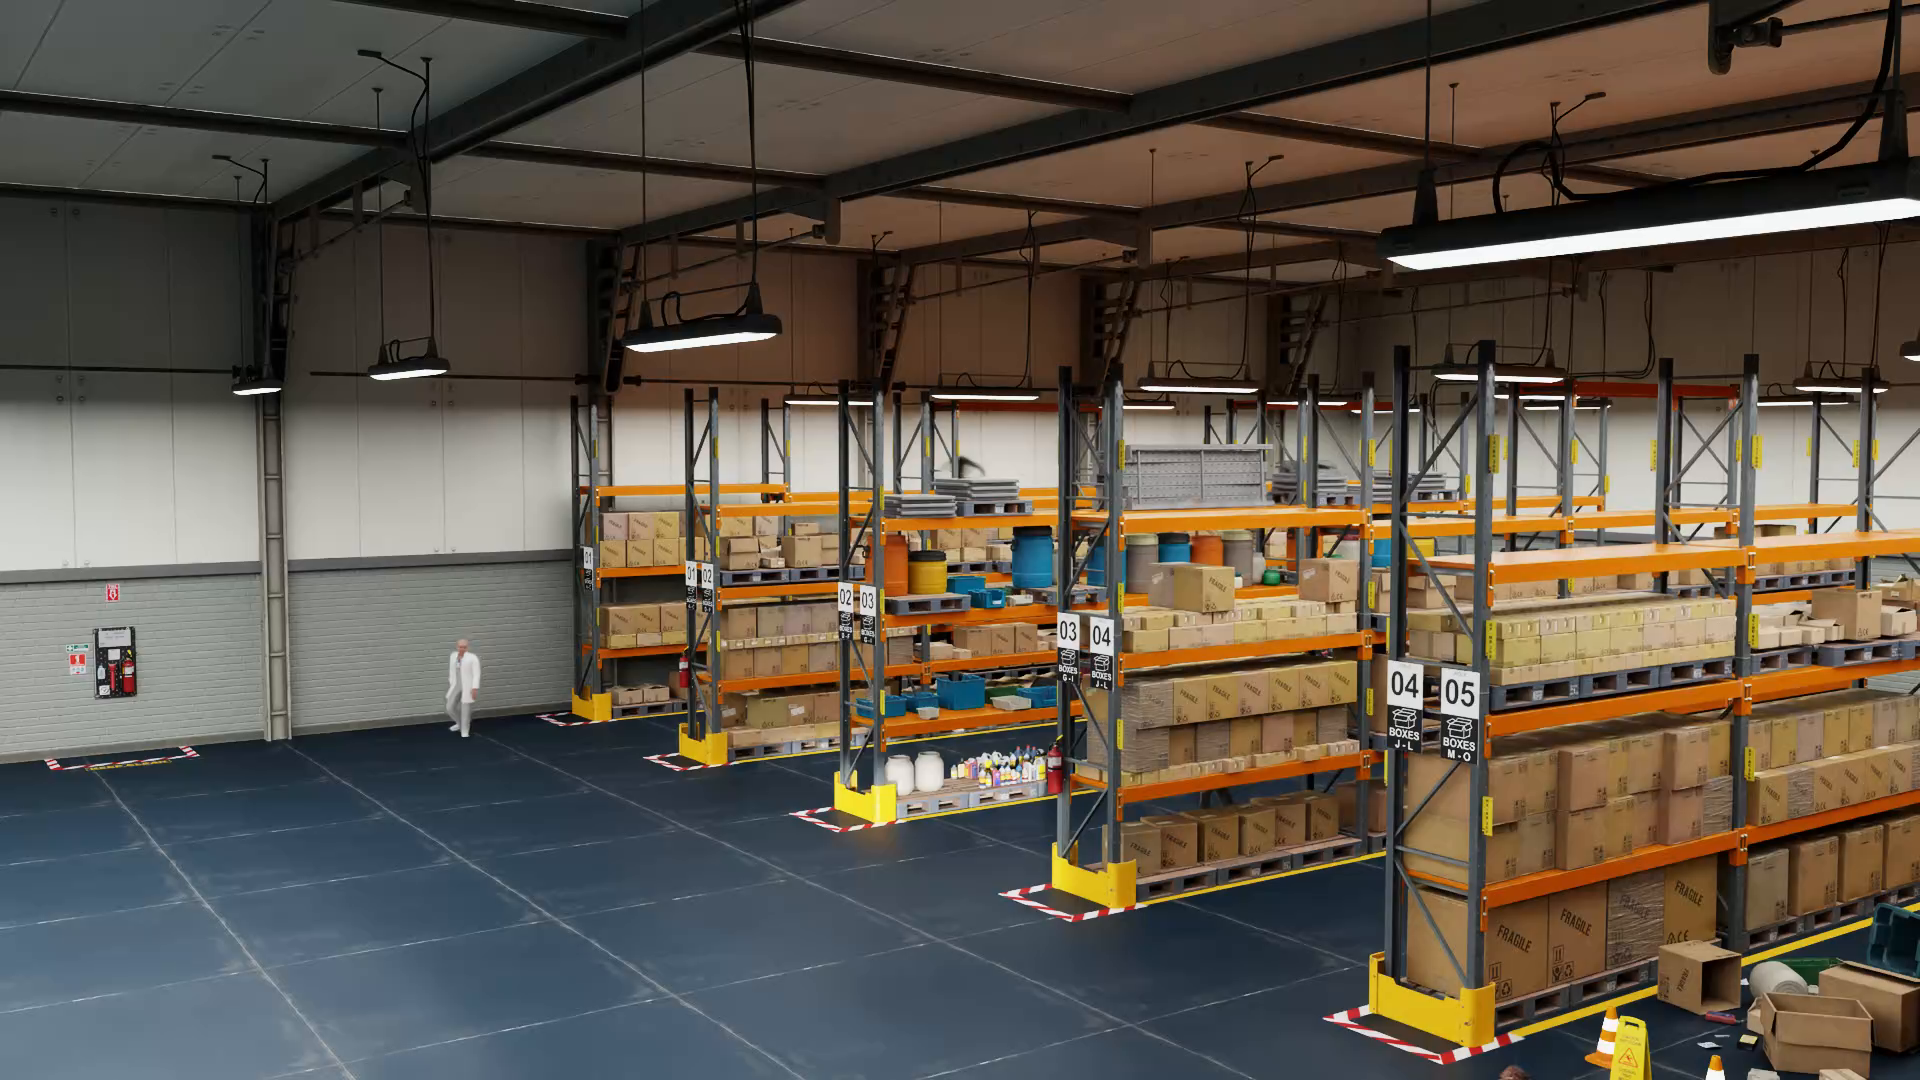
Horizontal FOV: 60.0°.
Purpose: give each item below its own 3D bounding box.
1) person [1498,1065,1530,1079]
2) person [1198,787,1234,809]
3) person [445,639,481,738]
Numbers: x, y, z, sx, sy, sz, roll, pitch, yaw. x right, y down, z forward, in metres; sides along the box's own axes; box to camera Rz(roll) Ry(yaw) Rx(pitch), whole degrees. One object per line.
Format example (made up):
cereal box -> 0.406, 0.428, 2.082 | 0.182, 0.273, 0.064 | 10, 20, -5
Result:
person -> 3.279, 3.806, 9.903 | 0.603, 1.507, 0.674 | -3, 5, -43
person -> 3.334, 3.023, 22.102 | 0.786, 1.638, 0.630 | 0, 3, -1
person -> -8.613, 2.564, 28.865 | 0.743, 1.747, 0.570 | 1, 4, 14
